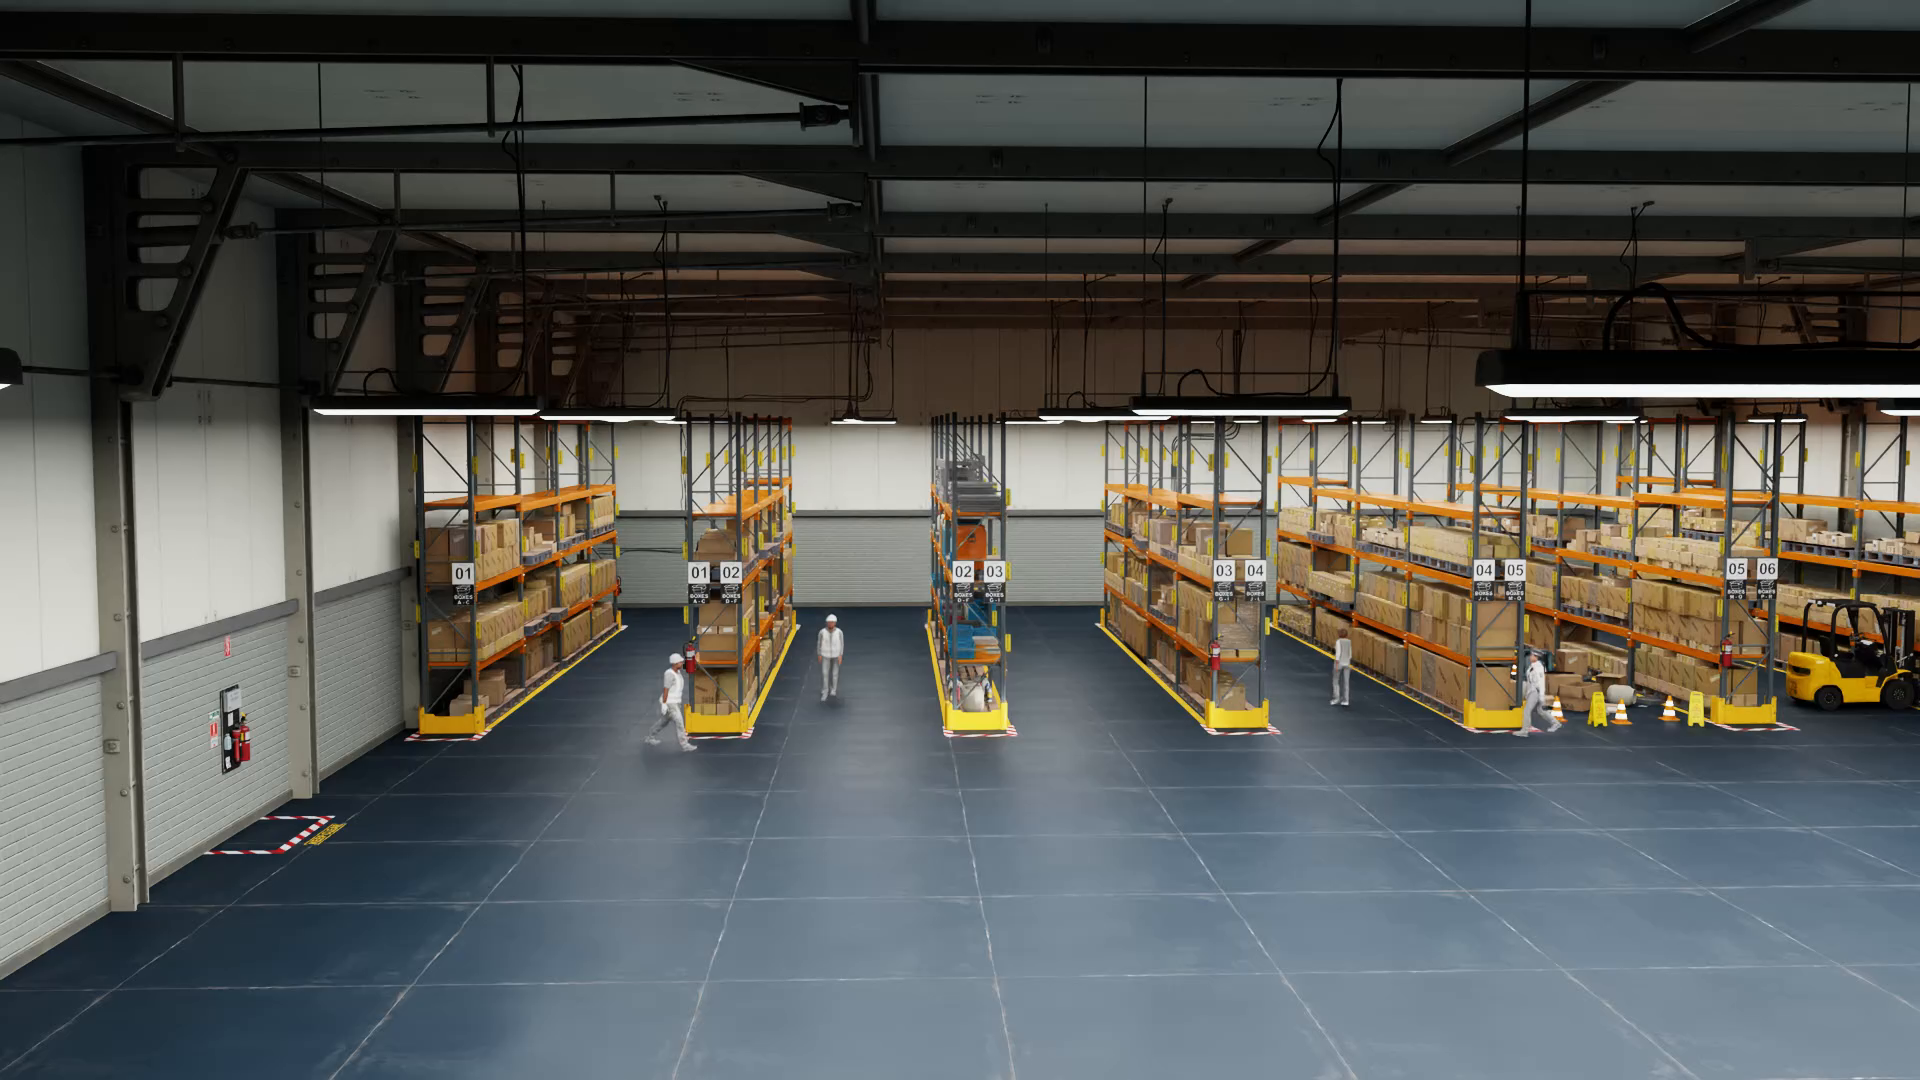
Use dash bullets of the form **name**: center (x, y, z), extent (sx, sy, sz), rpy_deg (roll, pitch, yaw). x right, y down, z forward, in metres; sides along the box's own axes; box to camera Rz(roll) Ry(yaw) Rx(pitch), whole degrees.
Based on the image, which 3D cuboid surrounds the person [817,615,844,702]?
- **person**: center (-2.723, 2.459, 35.068), extent (0.557, 1.762, 0.864), rpy_deg (-1, 4, -12)

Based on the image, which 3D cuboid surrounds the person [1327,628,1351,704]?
- **person**: center (7.890, 2.609, 34.286), extent (0.410, 1.604, 0.709), rpy_deg (0, 4, -7)

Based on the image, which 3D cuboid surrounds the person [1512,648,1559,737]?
- **person**: center (10.644, 2.799, 30.653), extent (0.924, 1.646, 0.483), rpy_deg (0, 4, -1)

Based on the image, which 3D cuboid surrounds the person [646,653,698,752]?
- **person**: center (-5.098, 2.864, 29.400), extent (1.130, 1.730, 0.578), rpy_deg (1, 4, 16)
